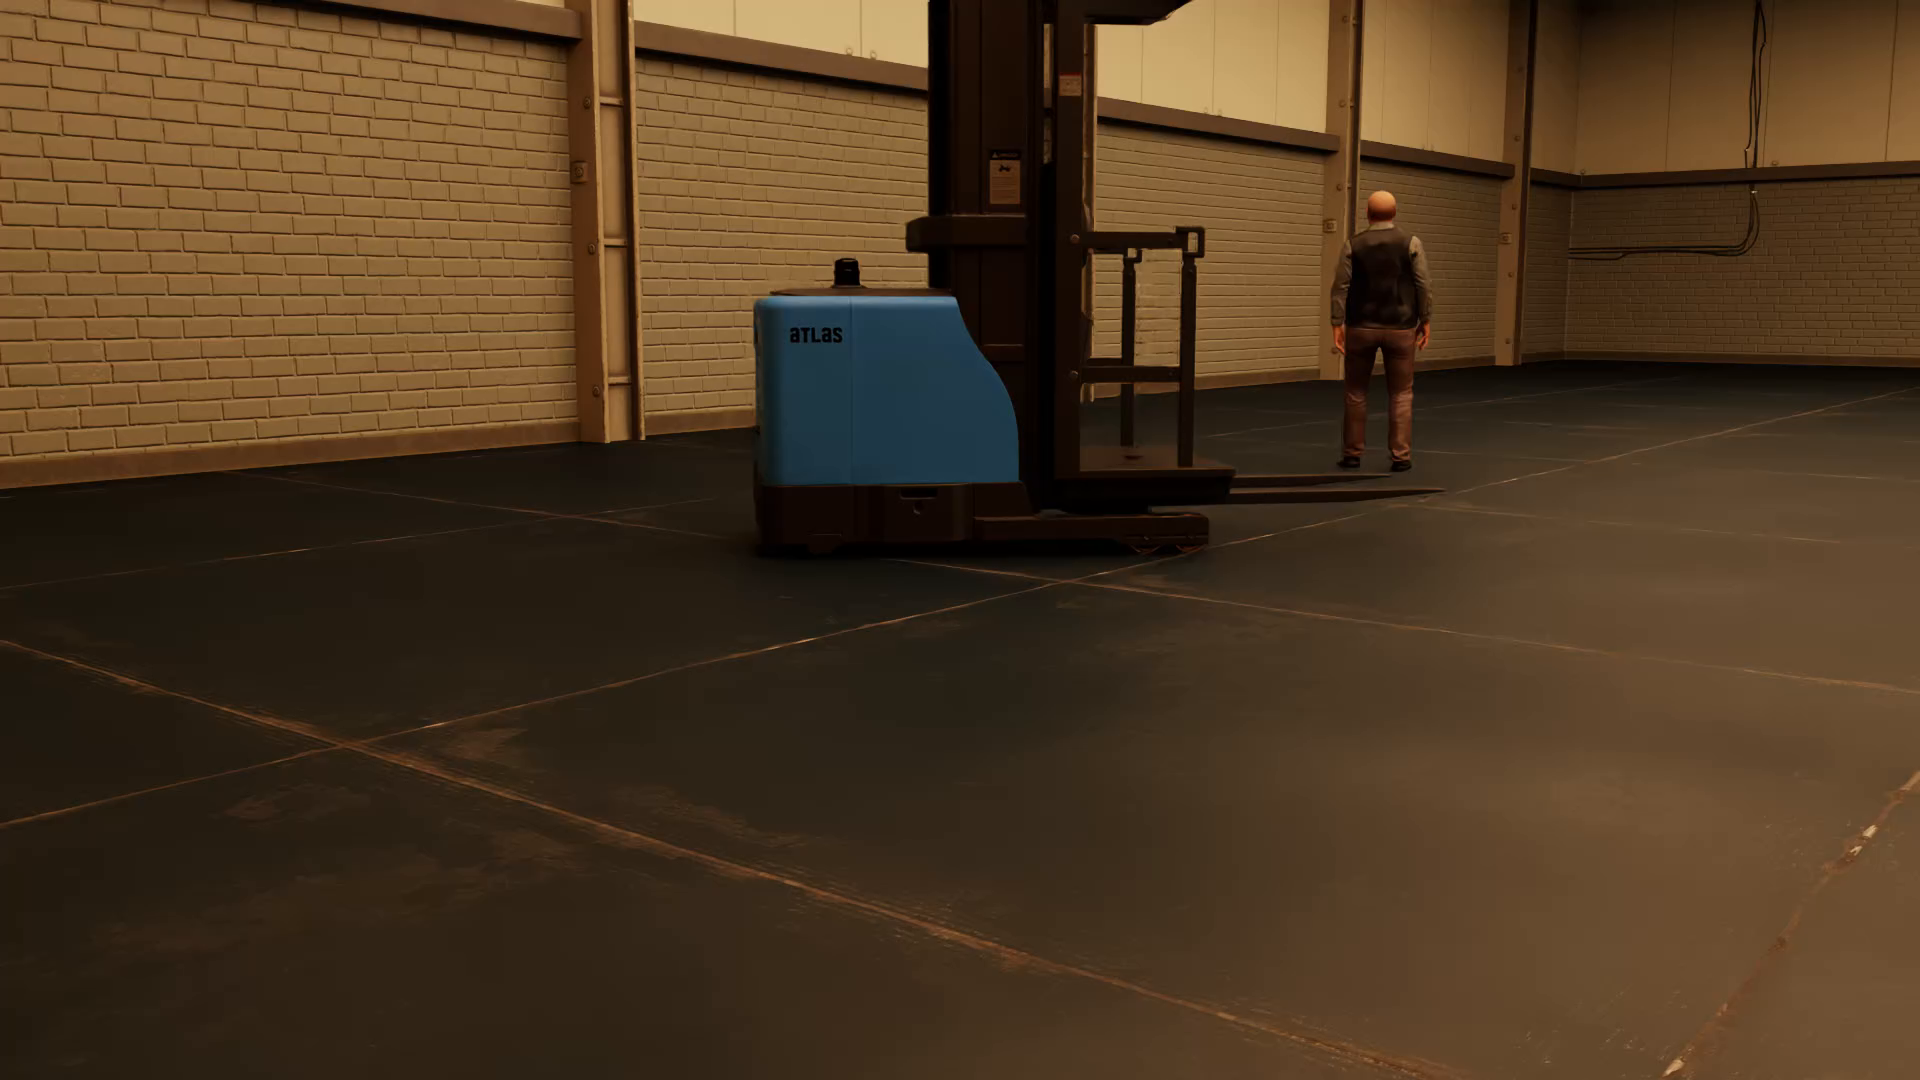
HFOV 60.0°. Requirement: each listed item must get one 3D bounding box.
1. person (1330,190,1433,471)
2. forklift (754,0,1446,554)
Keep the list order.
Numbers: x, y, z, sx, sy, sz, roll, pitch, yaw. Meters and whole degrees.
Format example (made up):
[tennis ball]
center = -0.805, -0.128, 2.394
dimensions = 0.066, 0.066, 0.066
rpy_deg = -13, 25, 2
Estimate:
[person]
center = 2.626, -1.287, 10.382
dimensions = 0.614, 1.748, 0.509
rpy_deg = 2, 9, 15
[forklift]
center = 0.613, -1.467, 7.305
dimensions = 3.031, 2.935, 1.130
rpy_deg = -1, 8, -9
